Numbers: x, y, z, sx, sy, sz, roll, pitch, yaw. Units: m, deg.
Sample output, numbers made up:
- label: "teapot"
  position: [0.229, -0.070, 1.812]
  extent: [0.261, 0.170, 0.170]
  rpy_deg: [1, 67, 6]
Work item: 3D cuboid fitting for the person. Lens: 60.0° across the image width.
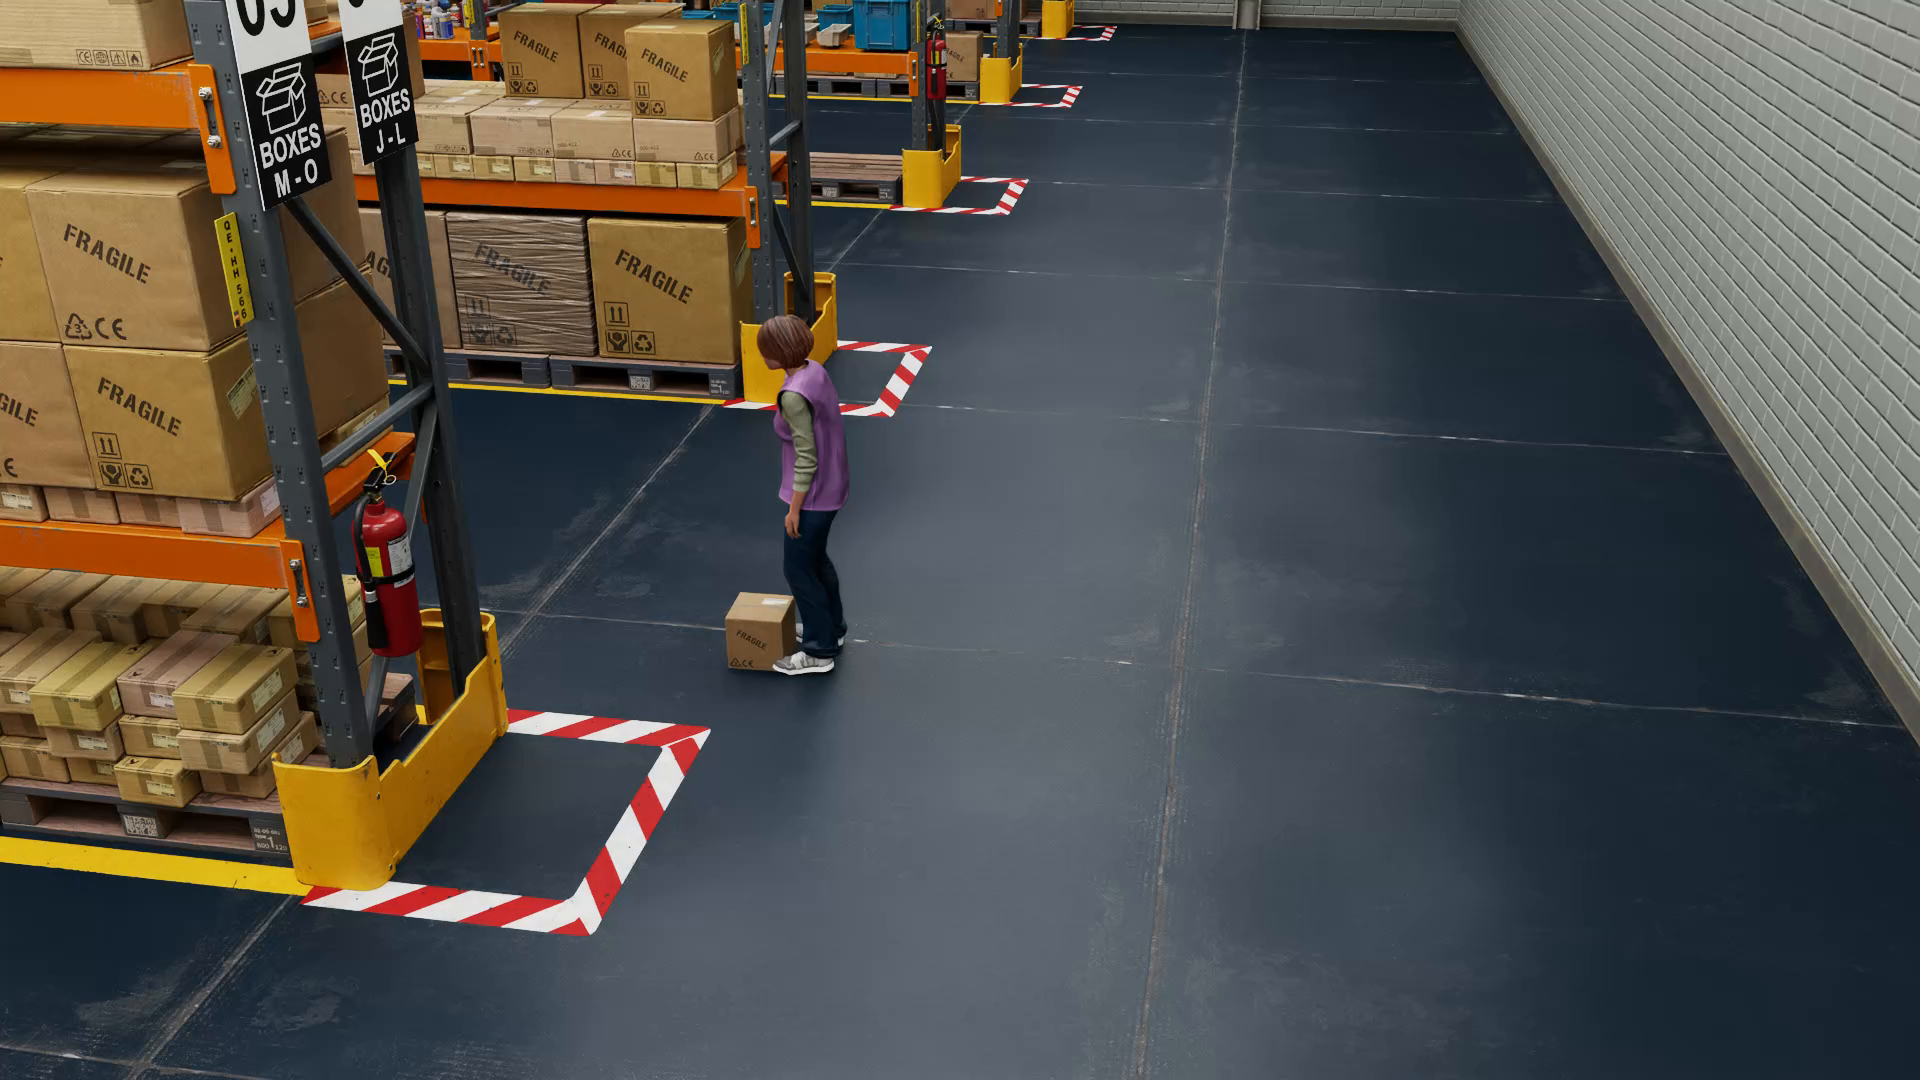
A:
- label: "person"
  position: [-0.640, -0.191, 7.026]
  extent: [0.348, 1.593, 0.466]
  rpy_deg: [3, 25, 6]
